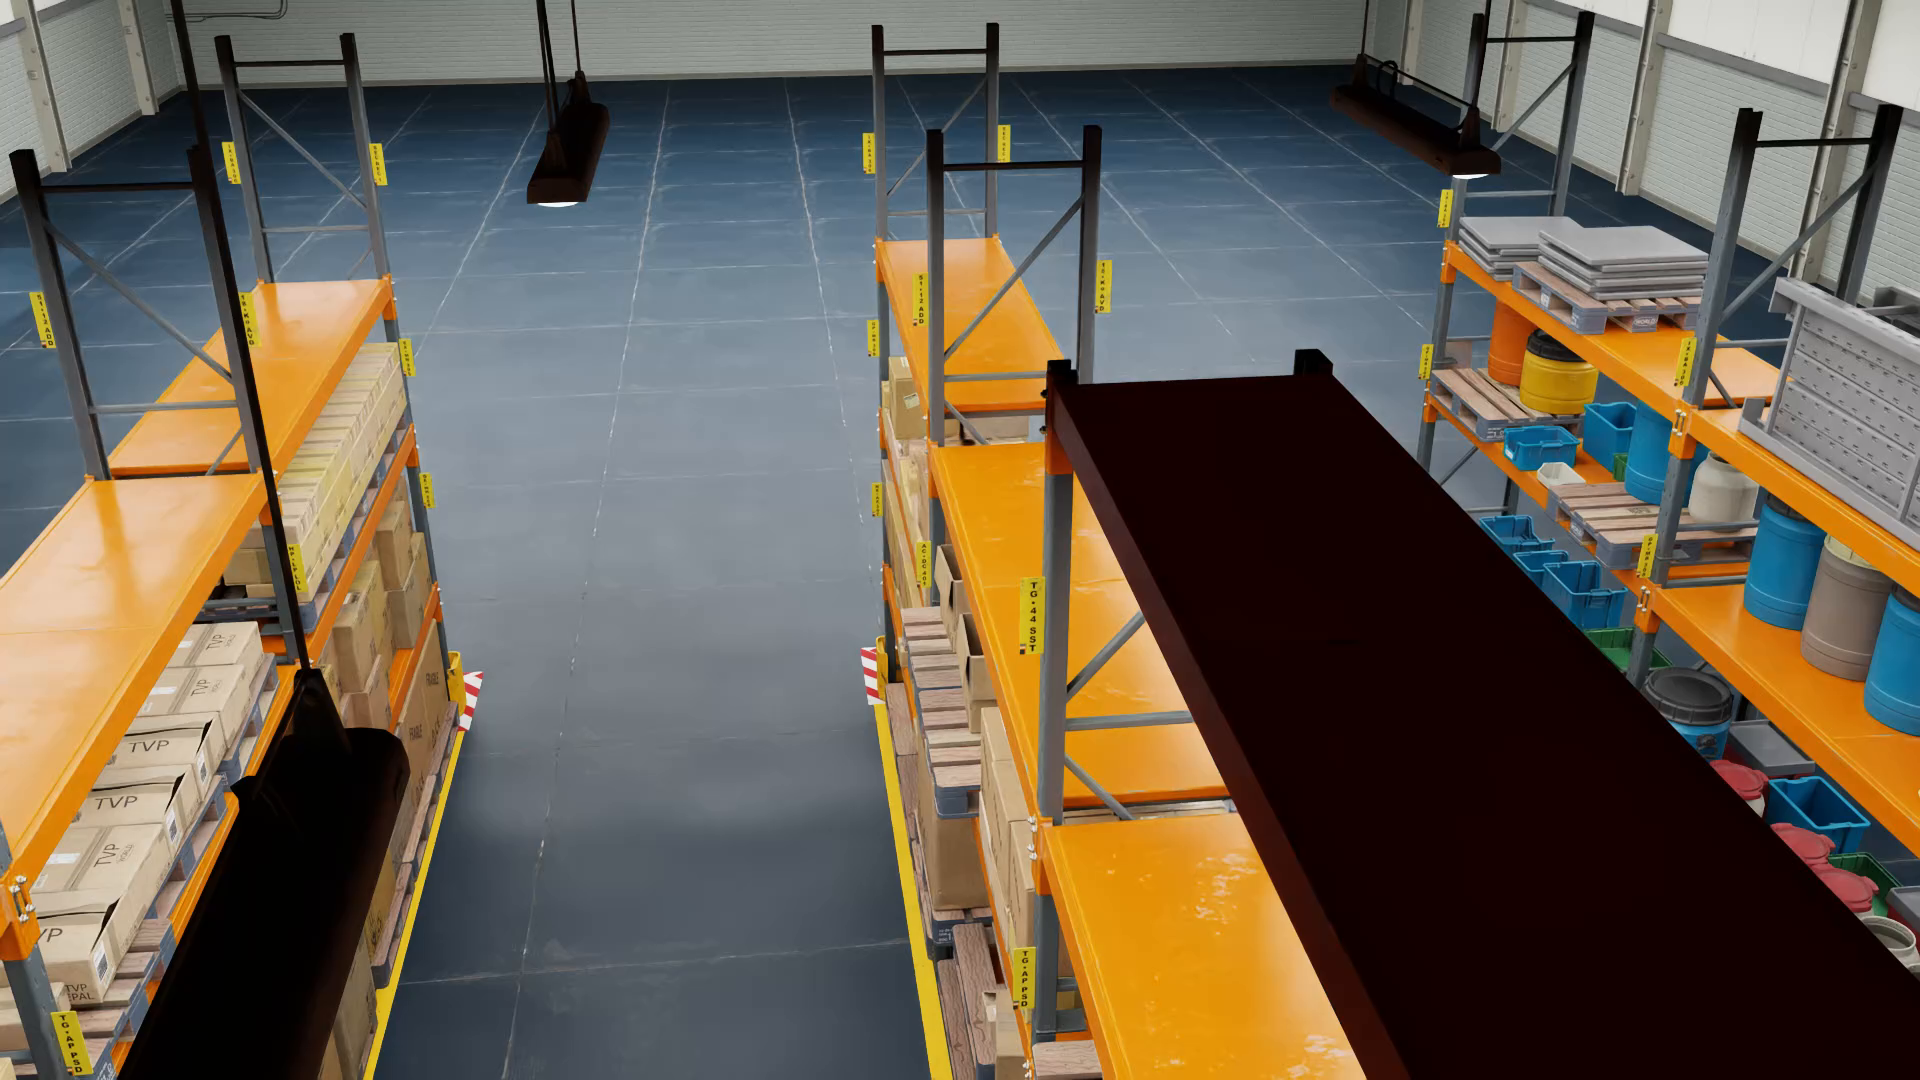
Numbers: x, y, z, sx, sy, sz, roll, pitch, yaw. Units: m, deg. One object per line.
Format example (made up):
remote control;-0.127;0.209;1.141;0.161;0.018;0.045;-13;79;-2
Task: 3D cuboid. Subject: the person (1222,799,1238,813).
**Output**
person;1.773;2.223;12.023;0.564;1.585;0.567;-1;26;-2
